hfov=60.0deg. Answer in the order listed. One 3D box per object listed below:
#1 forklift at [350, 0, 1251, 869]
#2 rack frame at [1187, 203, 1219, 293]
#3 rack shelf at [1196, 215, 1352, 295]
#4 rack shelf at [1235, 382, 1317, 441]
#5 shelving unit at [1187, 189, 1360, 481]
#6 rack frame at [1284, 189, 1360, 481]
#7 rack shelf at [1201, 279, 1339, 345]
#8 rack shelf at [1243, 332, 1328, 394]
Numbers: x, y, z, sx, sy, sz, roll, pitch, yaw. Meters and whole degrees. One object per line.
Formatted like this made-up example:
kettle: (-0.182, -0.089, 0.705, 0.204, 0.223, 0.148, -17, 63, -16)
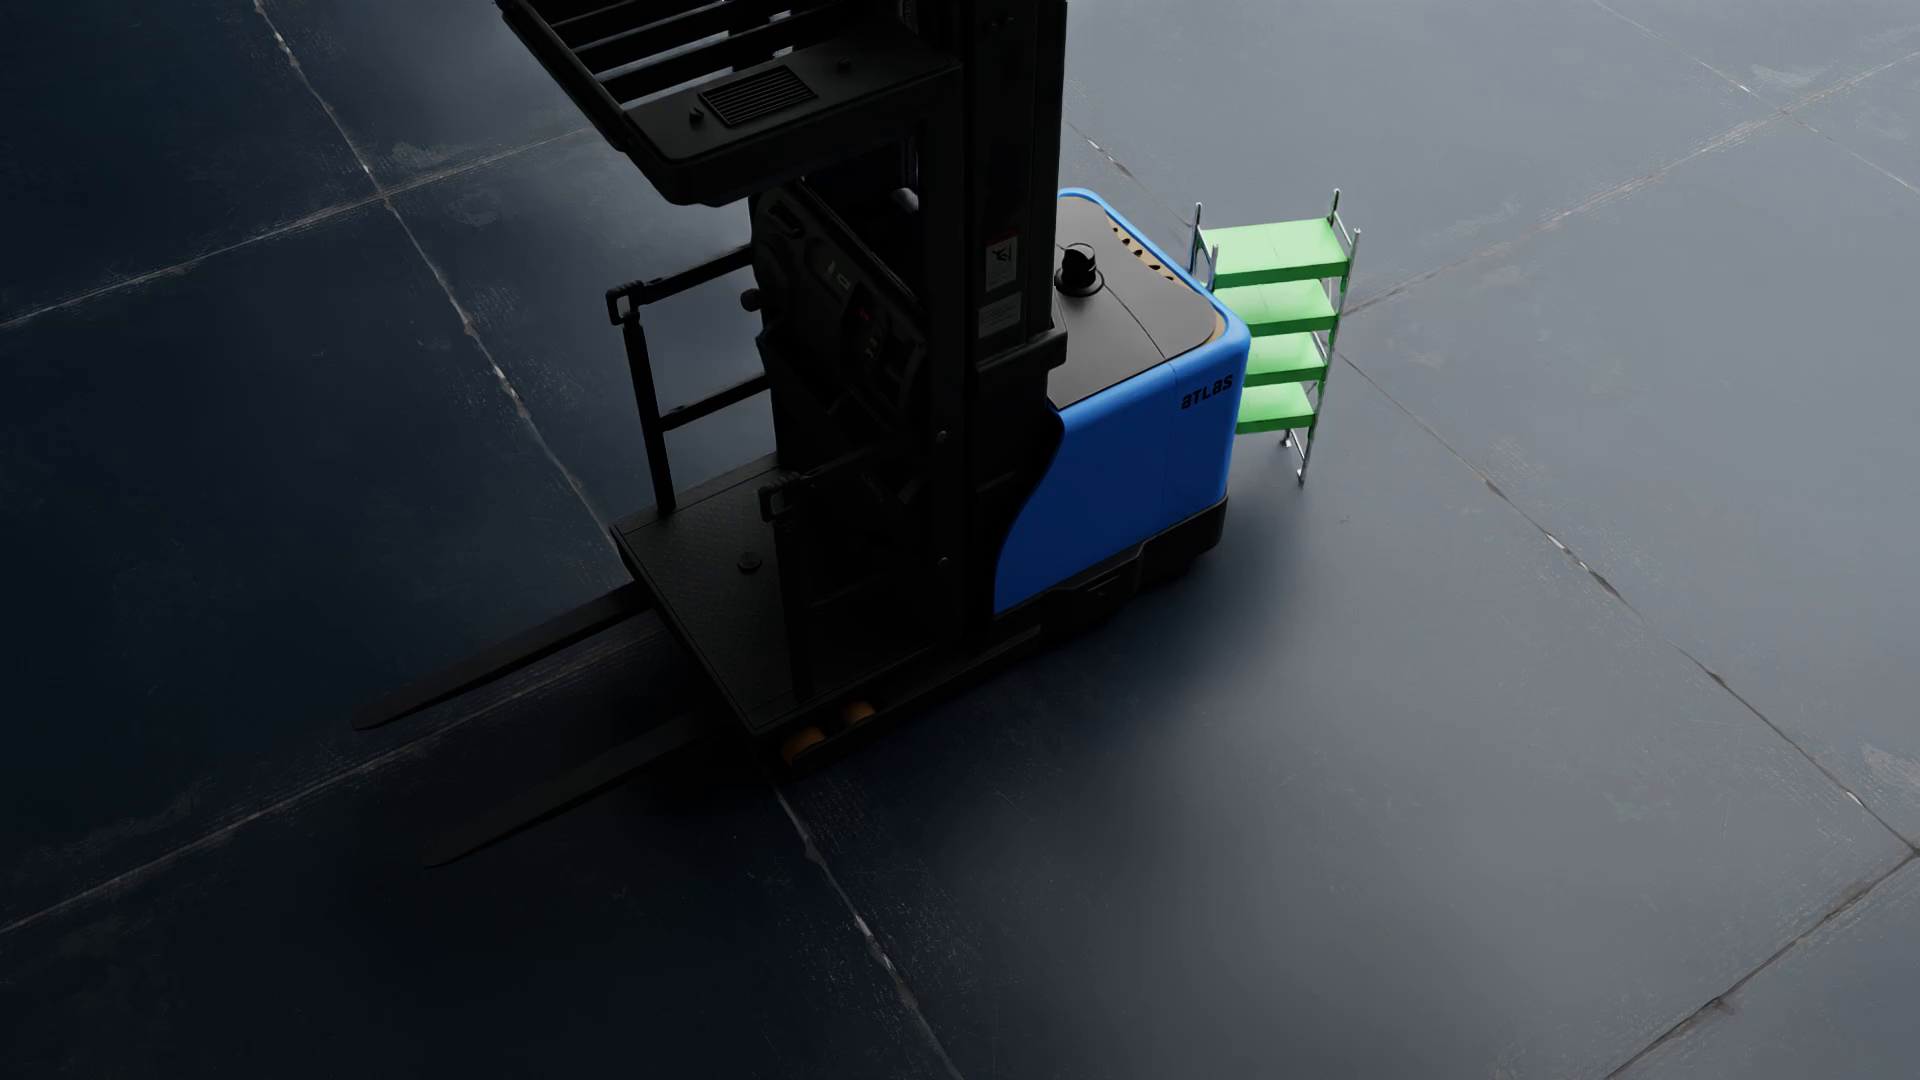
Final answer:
forklift: (-0.544, -0.650, 4.866, 3.031, 2.935, 1.130, -26, 53, -21)
rack frame: (0.831, -0.661, 6.035, 0.015, 1.200, 0.240, -7, 49, -6)
rack shelf: (1.072, -0.966, 5.750, 0.480, 0.148, 0.258, -7, 49, -6)
rack shelf: (1.072, -0.487, 6.288, 0.480, 0.148, 0.258, -7, 49, -6)
shelving unit: (1.072, -0.690, 6.061, 0.503, 1.200, 0.258, -7, 49, -6)
rack frame: (1.313, -0.719, 6.087, 0.015, 1.200, 0.240, -7, 49, -6)
rack shelf: (1.072, -0.807, 5.929, 0.480, 0.148, 0.258, -7, 49, -6)
rack shelf: (1.072, -0.647, 6.108, 0.480, 0.148, 0.258, -7, 49, -6)
